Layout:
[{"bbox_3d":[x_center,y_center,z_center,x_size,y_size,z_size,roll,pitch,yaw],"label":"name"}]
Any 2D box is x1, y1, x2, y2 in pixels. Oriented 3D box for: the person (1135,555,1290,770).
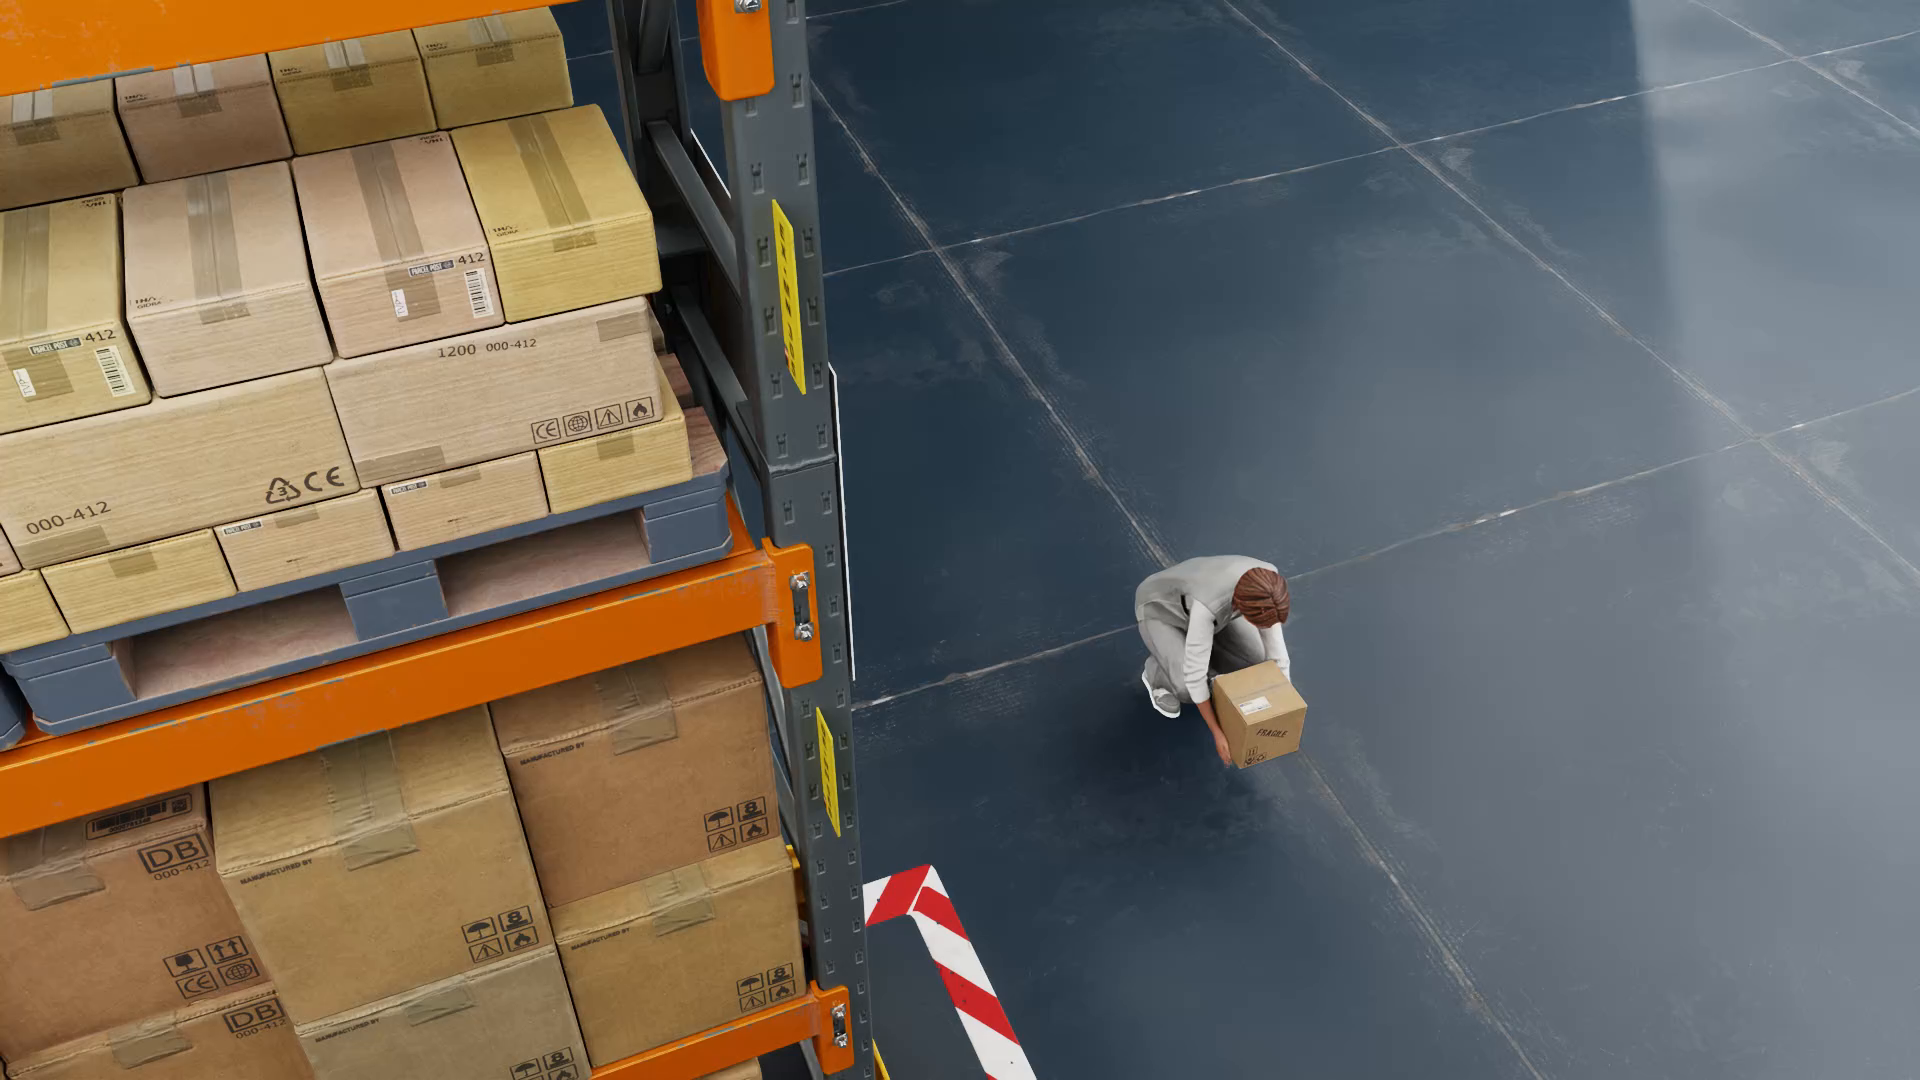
[{"bbox_3d":[0.965,0.360,6.309,0.435,0.885,0.813,-16,45,-17],"label":"person"}]
